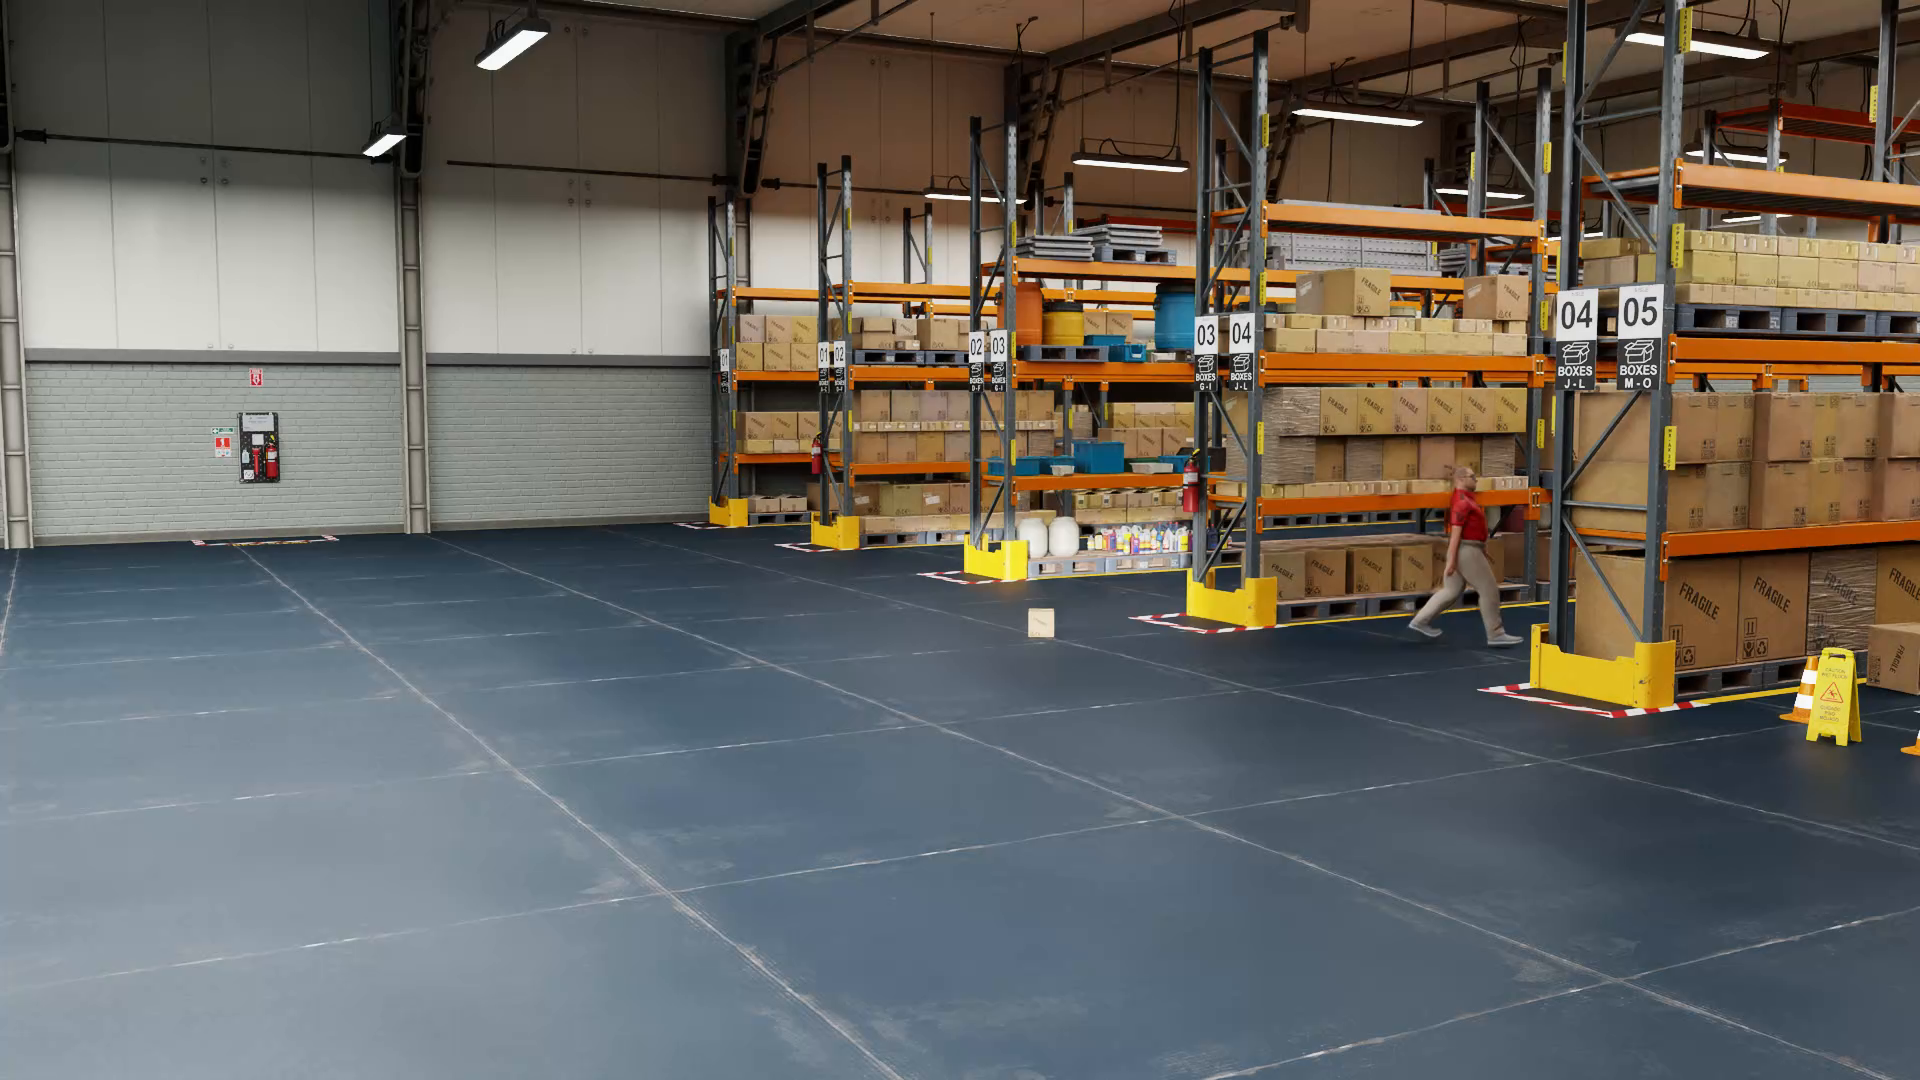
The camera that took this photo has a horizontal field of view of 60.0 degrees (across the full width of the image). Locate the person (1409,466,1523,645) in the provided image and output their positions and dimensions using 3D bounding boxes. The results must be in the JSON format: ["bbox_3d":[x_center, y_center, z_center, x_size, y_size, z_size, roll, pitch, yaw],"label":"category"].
[{"bbox_3d":[4.811,0.141,15.746,1.014,1.673,0.532,0,5,6],"label":"person"}]
